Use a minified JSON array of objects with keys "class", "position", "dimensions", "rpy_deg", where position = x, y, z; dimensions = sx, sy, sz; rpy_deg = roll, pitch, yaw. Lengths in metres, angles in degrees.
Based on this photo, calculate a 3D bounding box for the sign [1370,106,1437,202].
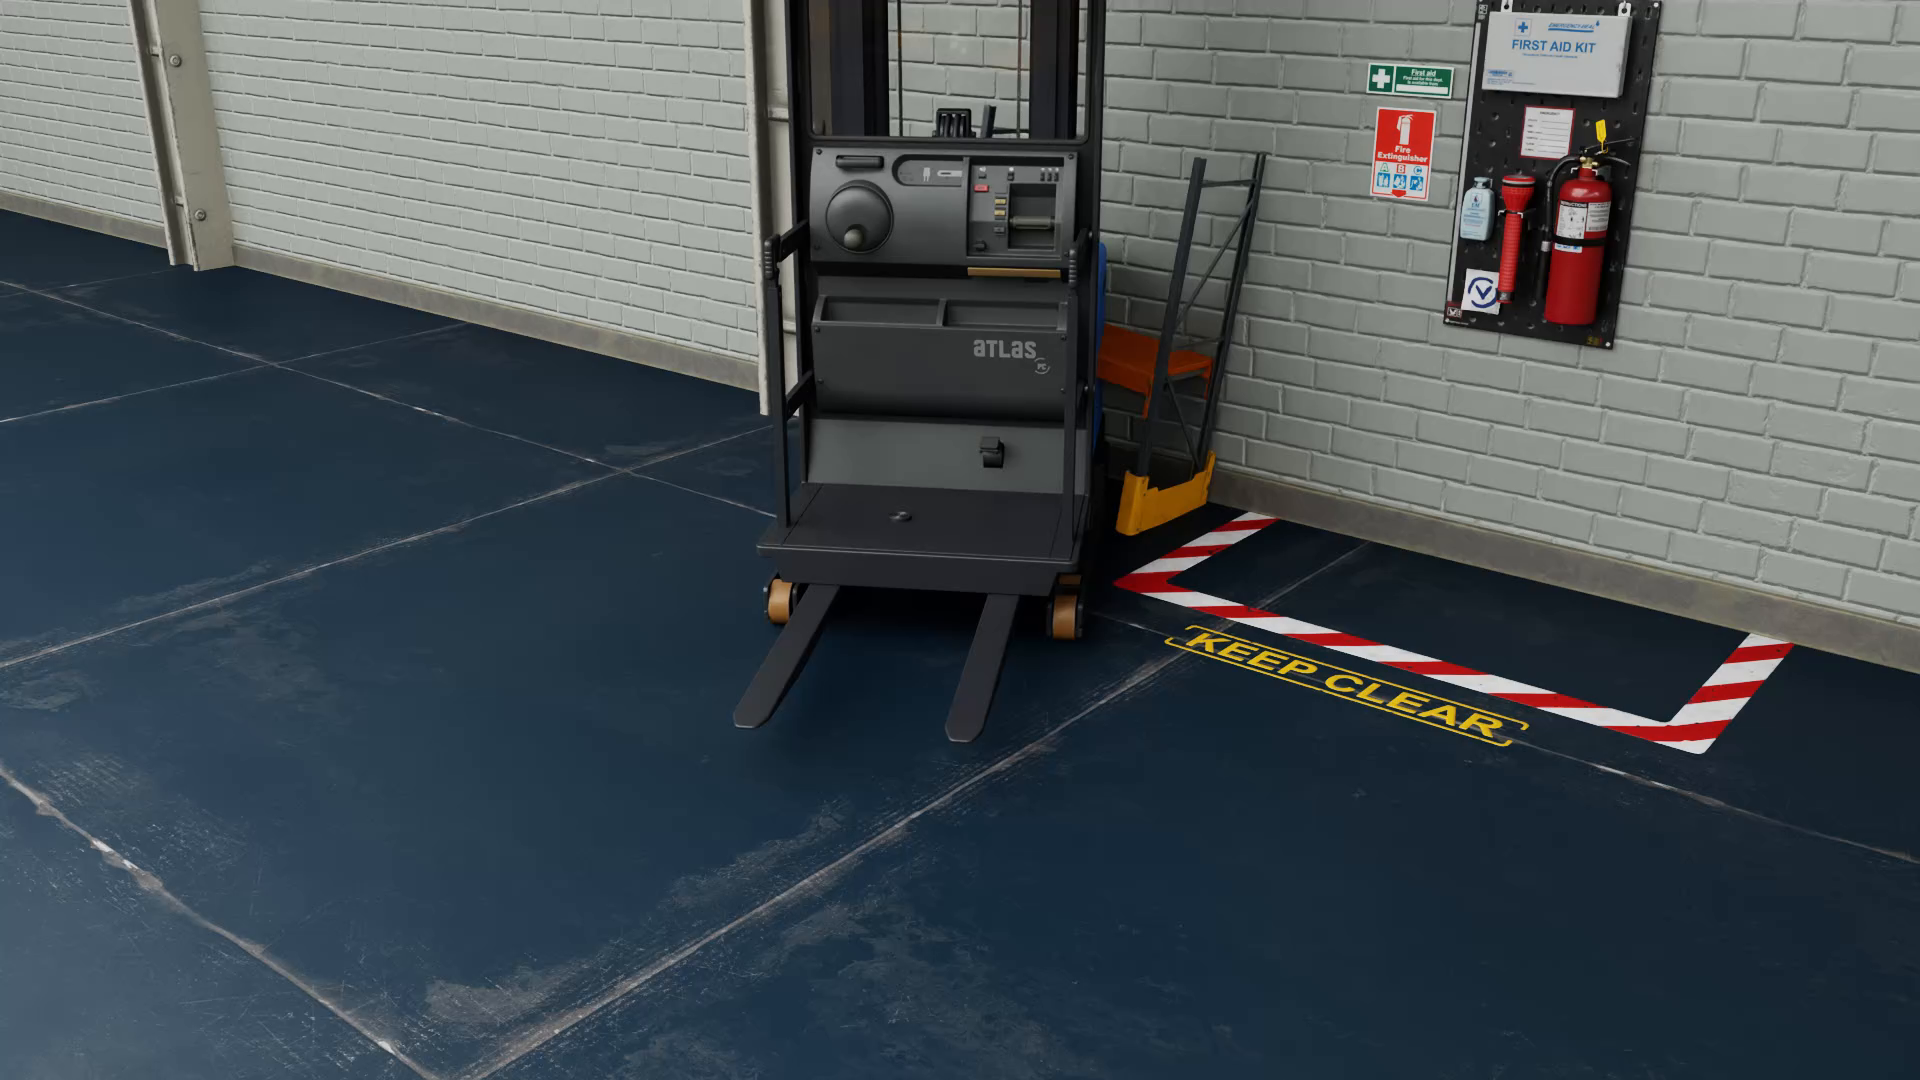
[{"class":"sign","position":[1.638,-1.429,6.155],"dimensions":[0.234,0.329,0.001],"rpy_deg":[16,26,36]}]

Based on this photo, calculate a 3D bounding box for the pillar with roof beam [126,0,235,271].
[{"class":"pillar with roof beam","position":[-8.127,-5.006,7.191],"dimensions":[0.400,9.000,9.100],"rpy_deg":[16,26,36]}]

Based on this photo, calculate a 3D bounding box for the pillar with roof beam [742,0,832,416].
[{"class":"pillar with roof beam","position":[-3.479,-3.668,3.641],"dimensions":[0.400,9.000,9.100],"rpy_deg":[16,26,36]}]

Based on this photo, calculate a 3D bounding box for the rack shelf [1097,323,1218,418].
[{"class":"rack shelf","position":[0.528,-0.783,6.978],"dimensions":[1.000,0.185,0.538],"rpy_deg":[24,26,34]}]

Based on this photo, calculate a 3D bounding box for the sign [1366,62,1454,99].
[{"class":"sign","position":[1.636,-1.673,6.053],"dimensions":[0.331,0.109,0.001],"rpy_deg":[16,26,36]}]

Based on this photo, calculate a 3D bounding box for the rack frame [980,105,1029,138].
[{"class":"rack frame","position":[0.167,-1.119,7.196],"dimensions":[0.032,1.500,0.500],"rpy_deg":[24,26,34]}]

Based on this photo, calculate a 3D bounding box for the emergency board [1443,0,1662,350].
[{"class":"emergency board","position":[2.001,-1.261,5.760],"dimensions":[0.643,1.169,0.194],"rpy_deg":[16,26,36]}]

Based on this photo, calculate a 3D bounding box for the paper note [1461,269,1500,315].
[{"class":"paper note","position":[1.907,-0.907,6.070],"dimensions":[0.142,0.148,0.016],"rpy_deg":[16,26,36]}]

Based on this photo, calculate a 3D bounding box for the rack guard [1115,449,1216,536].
[{"class":"rack guard","position":[0.852,-0.203,6.859],"dimensions":[0.087,0.250,0.587],"rpy_deg":[24,26,34]}]

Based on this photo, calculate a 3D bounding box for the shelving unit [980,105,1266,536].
[{"class":"shelving unit","position":[0.559,-0.945,6.907],"dimensions":[1.083,1.500,0.587],"rpy_deg":[24,26,34]}]

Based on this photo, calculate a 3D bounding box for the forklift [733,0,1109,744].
[{"class":"forklift","position":[-0.087,-1.154,5.574],"dimensions":[1.130,2.935,3.031],"rpy_deg":[3,21,8]}]

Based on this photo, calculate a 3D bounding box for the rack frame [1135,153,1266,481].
[{"class":"rack frame","position":[0.938,-0.777,6.628],"dimensions":[0.032,1.500,0.500],"rpy_deg":[24,26,34]}]
